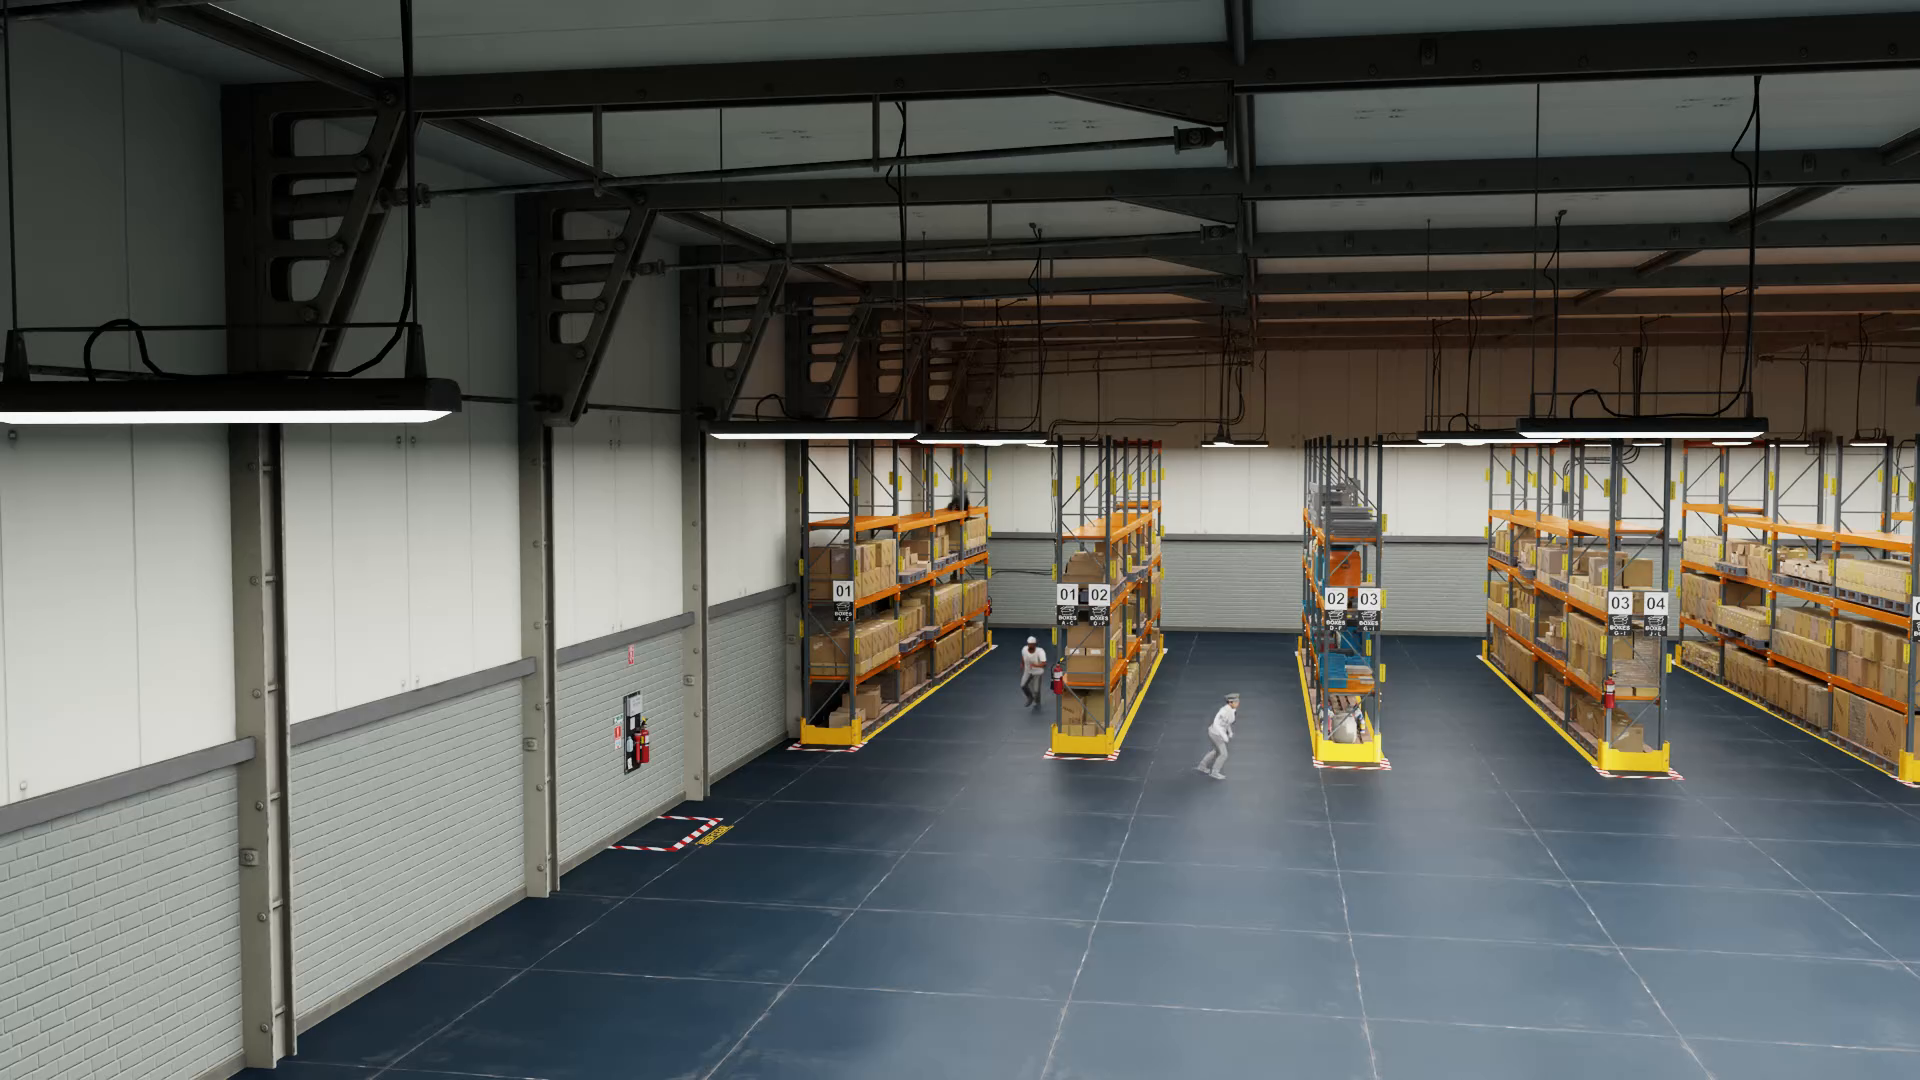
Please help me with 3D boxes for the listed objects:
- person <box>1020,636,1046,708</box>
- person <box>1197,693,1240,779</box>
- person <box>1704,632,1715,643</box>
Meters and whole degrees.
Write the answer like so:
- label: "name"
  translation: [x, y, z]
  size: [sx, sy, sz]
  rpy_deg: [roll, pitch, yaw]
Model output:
- label: "person"
  translation: [1.593, 2.911, 36.611]
  size: [0.728, 1.620, 0.969]
  rpy_deg: [1, 3, 20]
- label: "person"
  translation: [4.499, 3.403, 29.006]
  size: [0.850, 1.527, 0.636]
  rpy_deg: [2, 3, 26]
- label: "person"
  translation: [20.643, 2.419, 45.404]
  size: [0.850, 1.731, 0.576]
  rpy_deg: [0, 3, 8]
